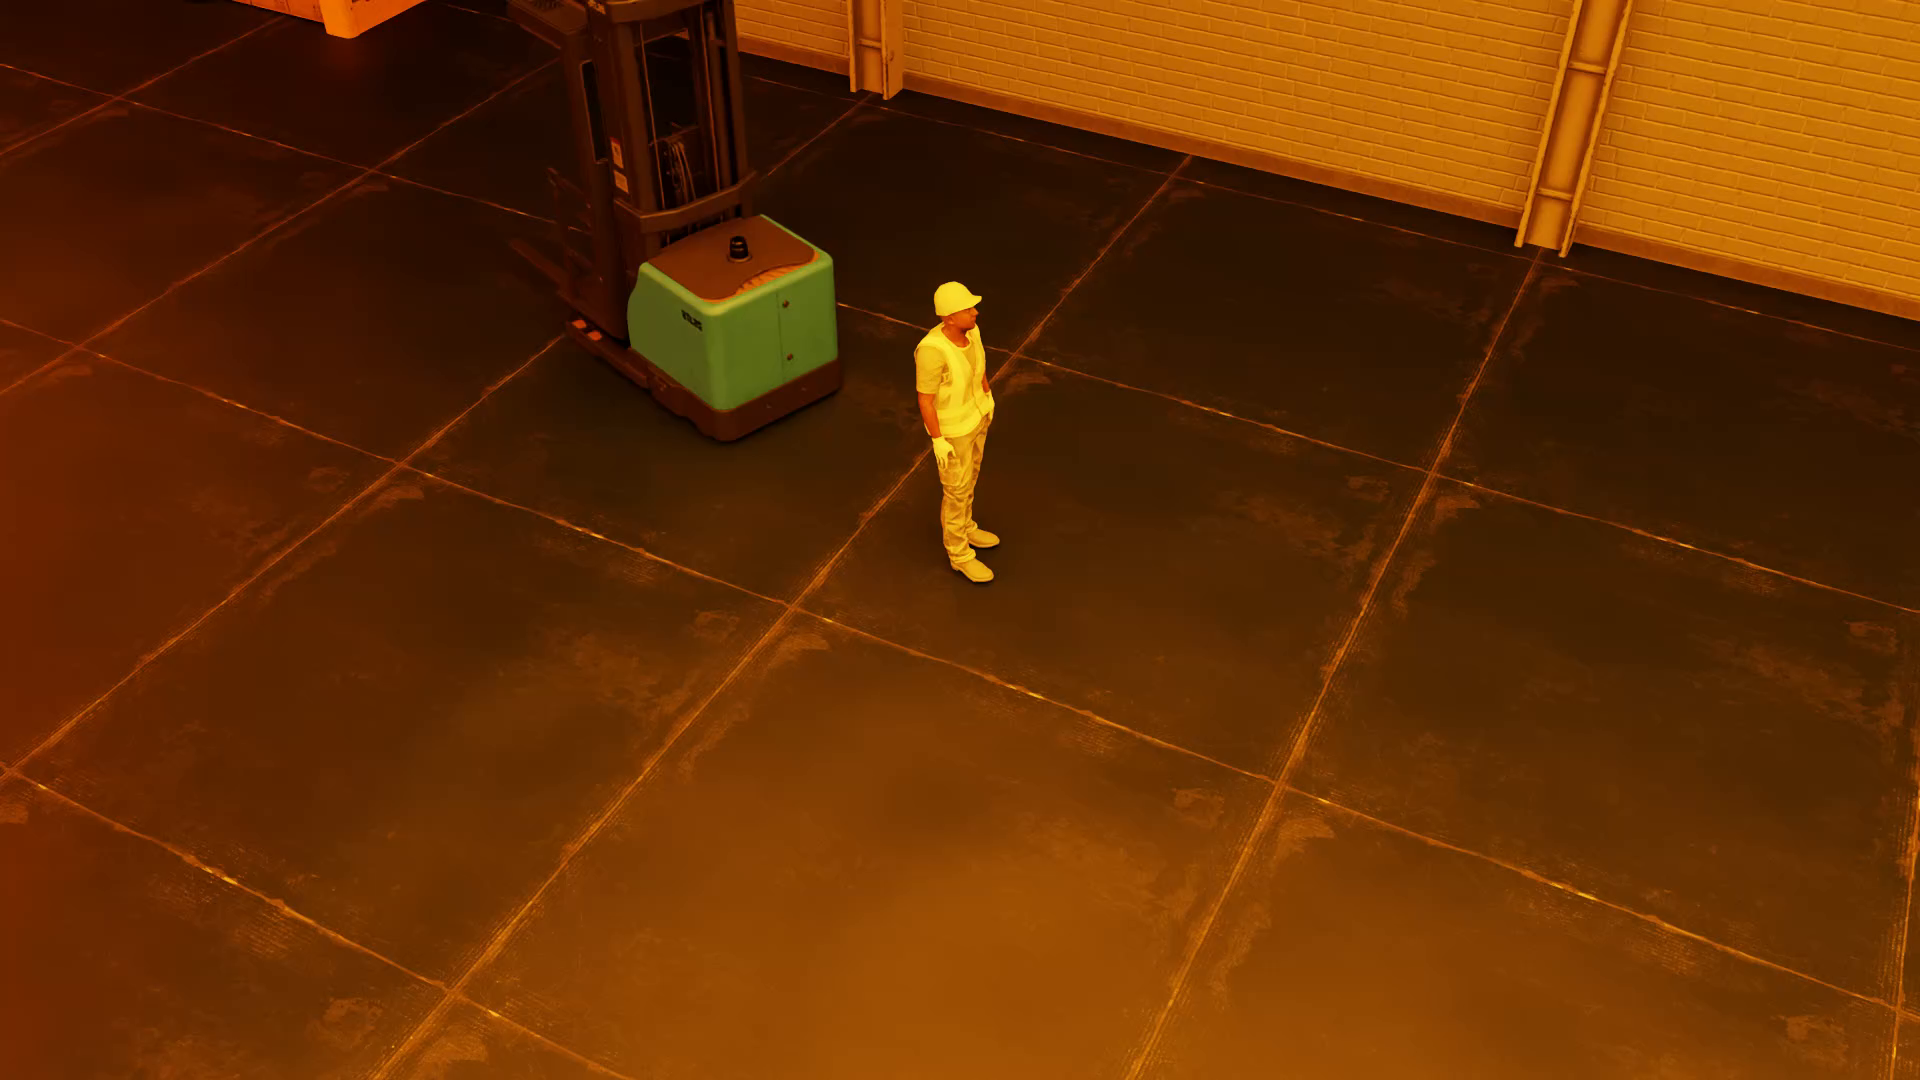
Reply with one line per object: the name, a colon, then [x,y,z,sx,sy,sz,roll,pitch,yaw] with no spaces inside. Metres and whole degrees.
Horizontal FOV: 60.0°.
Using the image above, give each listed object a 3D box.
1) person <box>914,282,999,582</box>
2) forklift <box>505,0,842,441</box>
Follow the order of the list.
person: [0.061,-0.661,9.652,0.575,1.784,0.656,18,43,21]
forklift: [-2.168,-2.636,11.117,1.130,2.935,3.031,-30,49,-31]
